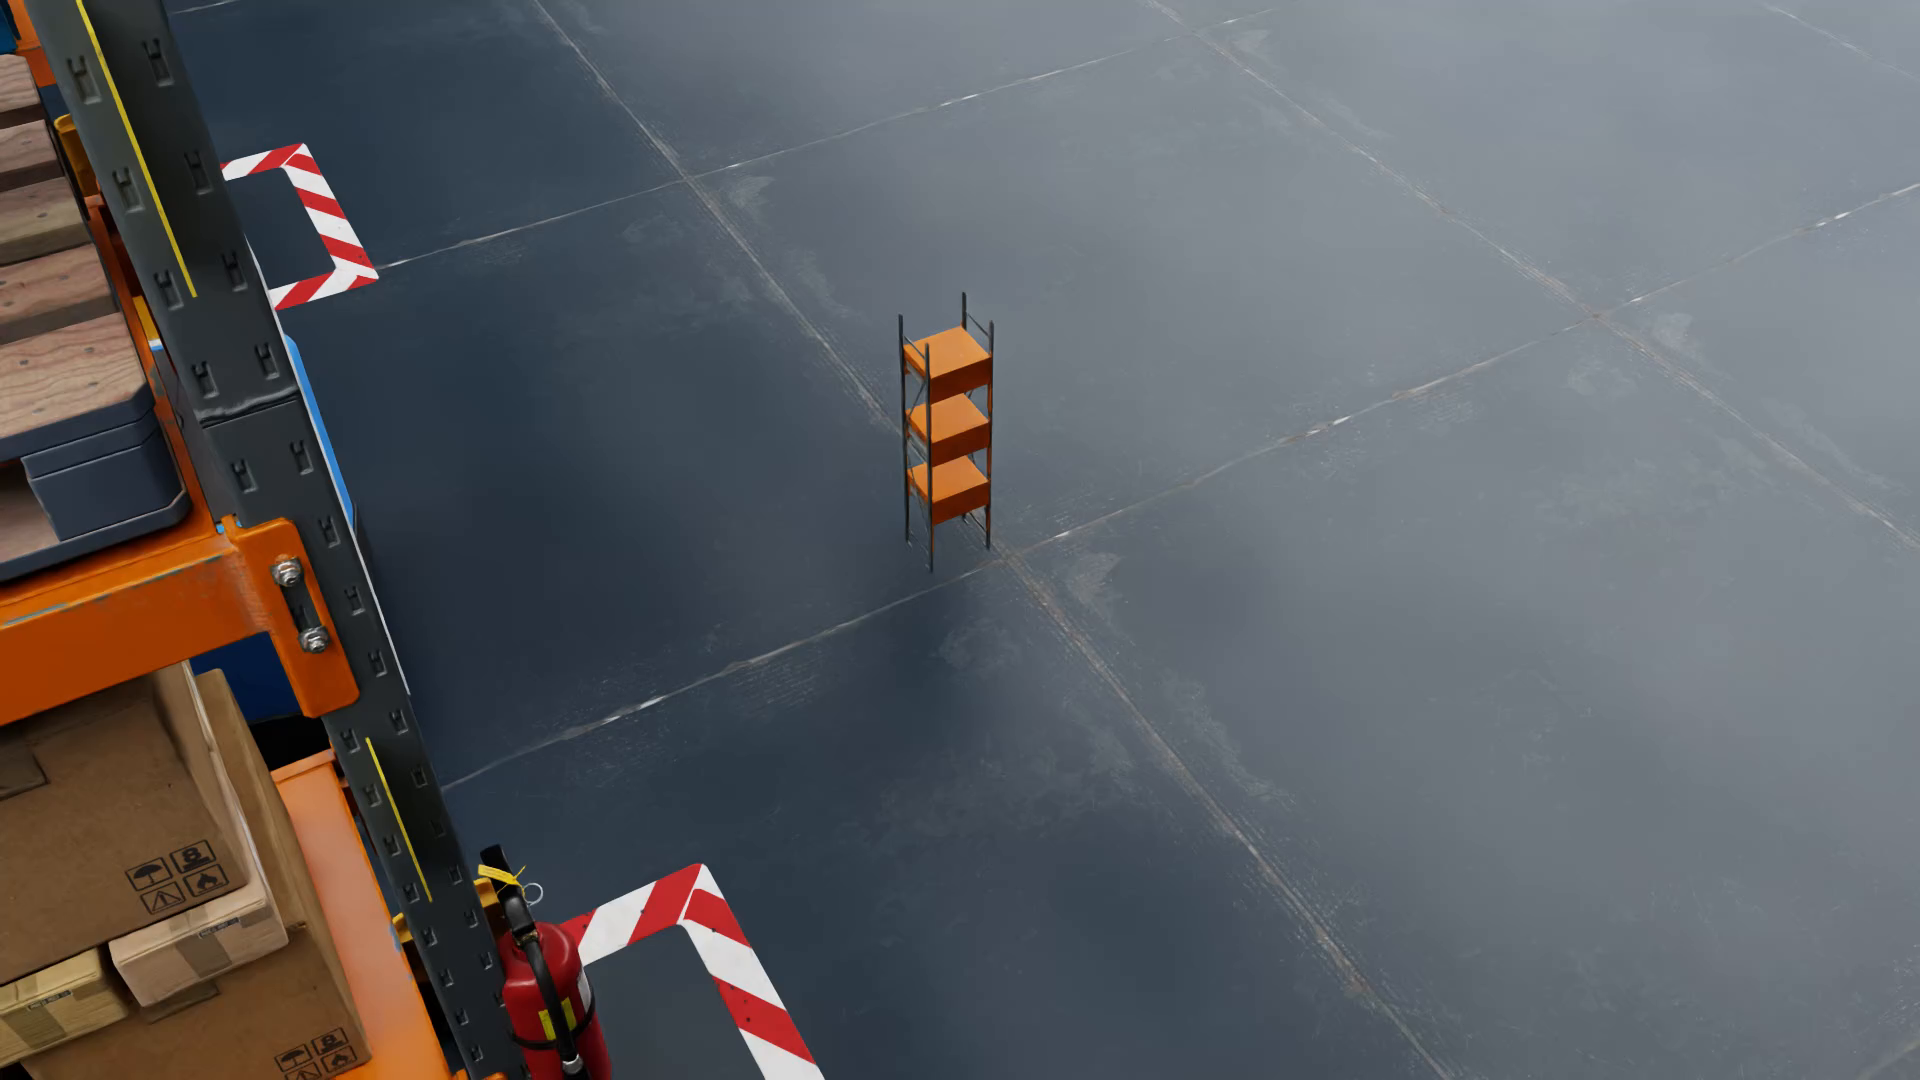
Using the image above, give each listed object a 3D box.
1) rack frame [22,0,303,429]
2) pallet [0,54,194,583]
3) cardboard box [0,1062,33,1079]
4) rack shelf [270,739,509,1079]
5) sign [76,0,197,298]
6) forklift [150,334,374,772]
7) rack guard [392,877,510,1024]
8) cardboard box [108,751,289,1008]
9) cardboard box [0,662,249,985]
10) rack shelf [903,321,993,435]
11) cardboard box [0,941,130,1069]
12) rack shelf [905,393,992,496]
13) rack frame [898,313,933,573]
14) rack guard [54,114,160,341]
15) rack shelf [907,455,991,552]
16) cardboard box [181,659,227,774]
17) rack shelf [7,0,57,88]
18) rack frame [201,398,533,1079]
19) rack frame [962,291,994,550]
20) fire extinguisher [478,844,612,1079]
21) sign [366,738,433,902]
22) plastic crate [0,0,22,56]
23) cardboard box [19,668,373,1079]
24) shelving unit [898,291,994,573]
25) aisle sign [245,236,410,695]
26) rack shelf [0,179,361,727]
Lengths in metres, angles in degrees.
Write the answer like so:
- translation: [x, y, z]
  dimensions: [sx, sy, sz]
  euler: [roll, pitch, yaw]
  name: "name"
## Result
- translation: [-1.146, -1.539, 1.374]
  dimensions: [0.127, 3.000, 1.000]
  euler: [-22, 48, -21]
  name: "rack frame"
- translation: [-1.772, -0.201, 2.213]
  dimensions: [1.213, 0.211, 1.003]
  euler: [-22, 48, -21]
  name: "pallet"
- translation: [-2.010, 0.918, 3.079]
  dimensions: [0.500, 0.500, 0.700]
  euler: [-21, 48, -20]
  name: "cardboard box"
- translation: [-2.880, 1.566, 2.999]
  dimensions: [4.000, 0.370, 1.077]
  euler: [-22, 48, -21]
  name: "rack shelf"
- translation: [-0.888, -0.419, 1.795]
  dimensions: [0.005, 0.325, 0.100]
  euler: [-22, 48, -21]
  name: "sign"
- translation: [-3.504, -0.390, 4.547]
  dimensions: [3.031, 2.935, 1.130]
  euler: [-11, 45, -11]
  name: "forklift"
- translation: [-1.125, 1.503, 4.342]
  dimensions: [0.348, 0.500, 1.175]
  euler: [-22, 48, -21]
  name: "rack guard"
- translation: [-1.382, 0.593, 2.947]
  dimensions: [0.250, 0.149, 0.380]
  euler: [-23, 49, -22]
  name: "cardboard box"
- translation: [-1.603, 0.285, 2.799]
  dimensions: [0.500, 0.500, 0.700]
  euler: [-22, 48, -21]
  name: "cardboard box"
- translation: [-0.046, -0.554, 5.675]
  dimensions: [0.240, 0.259, 0.215]
  euler: [-22, 48, -21]
  name: "rack shelf"
- translation: [-1.609, 0.685, 2.853]
  dimensions: [0.250, 0.149, 0.380]
  euler: [-21, 48, -20]
  name: "cardboard box"
- translation: [-0.046, -0.351, 5.873]
  dimensions: [0.240, 0.259, 0.215]
  euler: [-22, 48, -21]
  name: "rack shelf"
- translation: [-0.152, -0.316, 5.822]
  dimensions: [0.008, 1.050, 0.200]
  euler: [-22, 48, -21]
  name: "rack frame"
- translation: [-3.653, -1.426, 7.361]
  dimensions: [0.348, 0.500, 1.175]
  euler: [-22, 48, -21]
  name: "rack guard"
- translation: [-0.046, -0.151, 6.066]
  dimensions: [0.240, 0.259, 0.215]
  euler: [-22, 48, -21]
  name: "rack shelf"
- translation: [-1.593, 0.352, 3.196]
  dimensions: [0.250, 0.149, 0.380]
  euler: [-22, 48, -21]
  name: "cardboard box"
- translation: [-5.344, -1.426, 6.082]
  dimensions: [4.000, 0.370, 1.077]
  euler: [-22, 48, -21]
  name: "rack shelf"
- translation: [-1.146, 0.614, 3.463]
  dimensions: [0.127, 3.000, 1.000]
  euler: [-22, 48, -21]
  name: "rack frame"
- translation: [0.059, -0.401, 5.909]
  dimensions: [0.008, 1.050, 0.200]
  euler: [-22, 48, -21]
  name: "rack frame"
- translation: [-0.812, 0.881, 3.244]
  dimensions: [0.183, 0.674, 0.296]
  euler: [-22, 48, -21]
  name: "fire extinguisher"
- translation: [-0.888, 0.446, 2.635]
  dimensions: [0.005, 0.325, 0.100]
  euler: [-22, 48, -21]
  name: "sign"
- translation: [-3.895, -1.971, 6.233]
  dimensions: [0.616, 0.251, 0.499]
  euler: [-22, 48, -21]
  name: "plastic crate"
- translation: [-1.557, 0.733, 3.270]
  dimensions: [0.500, 0.500, 0.700]
  euler: [-22, 48, -21]
  name: "cardboard box"
- translation: [-0.046, -0.358, 5.865]
  dimensions: [0.252, 1.050, 0.215]
  euler: [-22, 48, -21]
  name: "shelving unit"
- translation: [-0.943, -0.164, 2.399]
  dimensions: [0.004, 0.787, 0.394]
  euler: [-22, 48, -21]
  name: "aisle sign"
- translation: [-2.880, 0.490, 1.954]
  dimensions: [4.000, 0.370, 1.077]
  euler: [-22, 48, -21]
  name: "rack shelf"
